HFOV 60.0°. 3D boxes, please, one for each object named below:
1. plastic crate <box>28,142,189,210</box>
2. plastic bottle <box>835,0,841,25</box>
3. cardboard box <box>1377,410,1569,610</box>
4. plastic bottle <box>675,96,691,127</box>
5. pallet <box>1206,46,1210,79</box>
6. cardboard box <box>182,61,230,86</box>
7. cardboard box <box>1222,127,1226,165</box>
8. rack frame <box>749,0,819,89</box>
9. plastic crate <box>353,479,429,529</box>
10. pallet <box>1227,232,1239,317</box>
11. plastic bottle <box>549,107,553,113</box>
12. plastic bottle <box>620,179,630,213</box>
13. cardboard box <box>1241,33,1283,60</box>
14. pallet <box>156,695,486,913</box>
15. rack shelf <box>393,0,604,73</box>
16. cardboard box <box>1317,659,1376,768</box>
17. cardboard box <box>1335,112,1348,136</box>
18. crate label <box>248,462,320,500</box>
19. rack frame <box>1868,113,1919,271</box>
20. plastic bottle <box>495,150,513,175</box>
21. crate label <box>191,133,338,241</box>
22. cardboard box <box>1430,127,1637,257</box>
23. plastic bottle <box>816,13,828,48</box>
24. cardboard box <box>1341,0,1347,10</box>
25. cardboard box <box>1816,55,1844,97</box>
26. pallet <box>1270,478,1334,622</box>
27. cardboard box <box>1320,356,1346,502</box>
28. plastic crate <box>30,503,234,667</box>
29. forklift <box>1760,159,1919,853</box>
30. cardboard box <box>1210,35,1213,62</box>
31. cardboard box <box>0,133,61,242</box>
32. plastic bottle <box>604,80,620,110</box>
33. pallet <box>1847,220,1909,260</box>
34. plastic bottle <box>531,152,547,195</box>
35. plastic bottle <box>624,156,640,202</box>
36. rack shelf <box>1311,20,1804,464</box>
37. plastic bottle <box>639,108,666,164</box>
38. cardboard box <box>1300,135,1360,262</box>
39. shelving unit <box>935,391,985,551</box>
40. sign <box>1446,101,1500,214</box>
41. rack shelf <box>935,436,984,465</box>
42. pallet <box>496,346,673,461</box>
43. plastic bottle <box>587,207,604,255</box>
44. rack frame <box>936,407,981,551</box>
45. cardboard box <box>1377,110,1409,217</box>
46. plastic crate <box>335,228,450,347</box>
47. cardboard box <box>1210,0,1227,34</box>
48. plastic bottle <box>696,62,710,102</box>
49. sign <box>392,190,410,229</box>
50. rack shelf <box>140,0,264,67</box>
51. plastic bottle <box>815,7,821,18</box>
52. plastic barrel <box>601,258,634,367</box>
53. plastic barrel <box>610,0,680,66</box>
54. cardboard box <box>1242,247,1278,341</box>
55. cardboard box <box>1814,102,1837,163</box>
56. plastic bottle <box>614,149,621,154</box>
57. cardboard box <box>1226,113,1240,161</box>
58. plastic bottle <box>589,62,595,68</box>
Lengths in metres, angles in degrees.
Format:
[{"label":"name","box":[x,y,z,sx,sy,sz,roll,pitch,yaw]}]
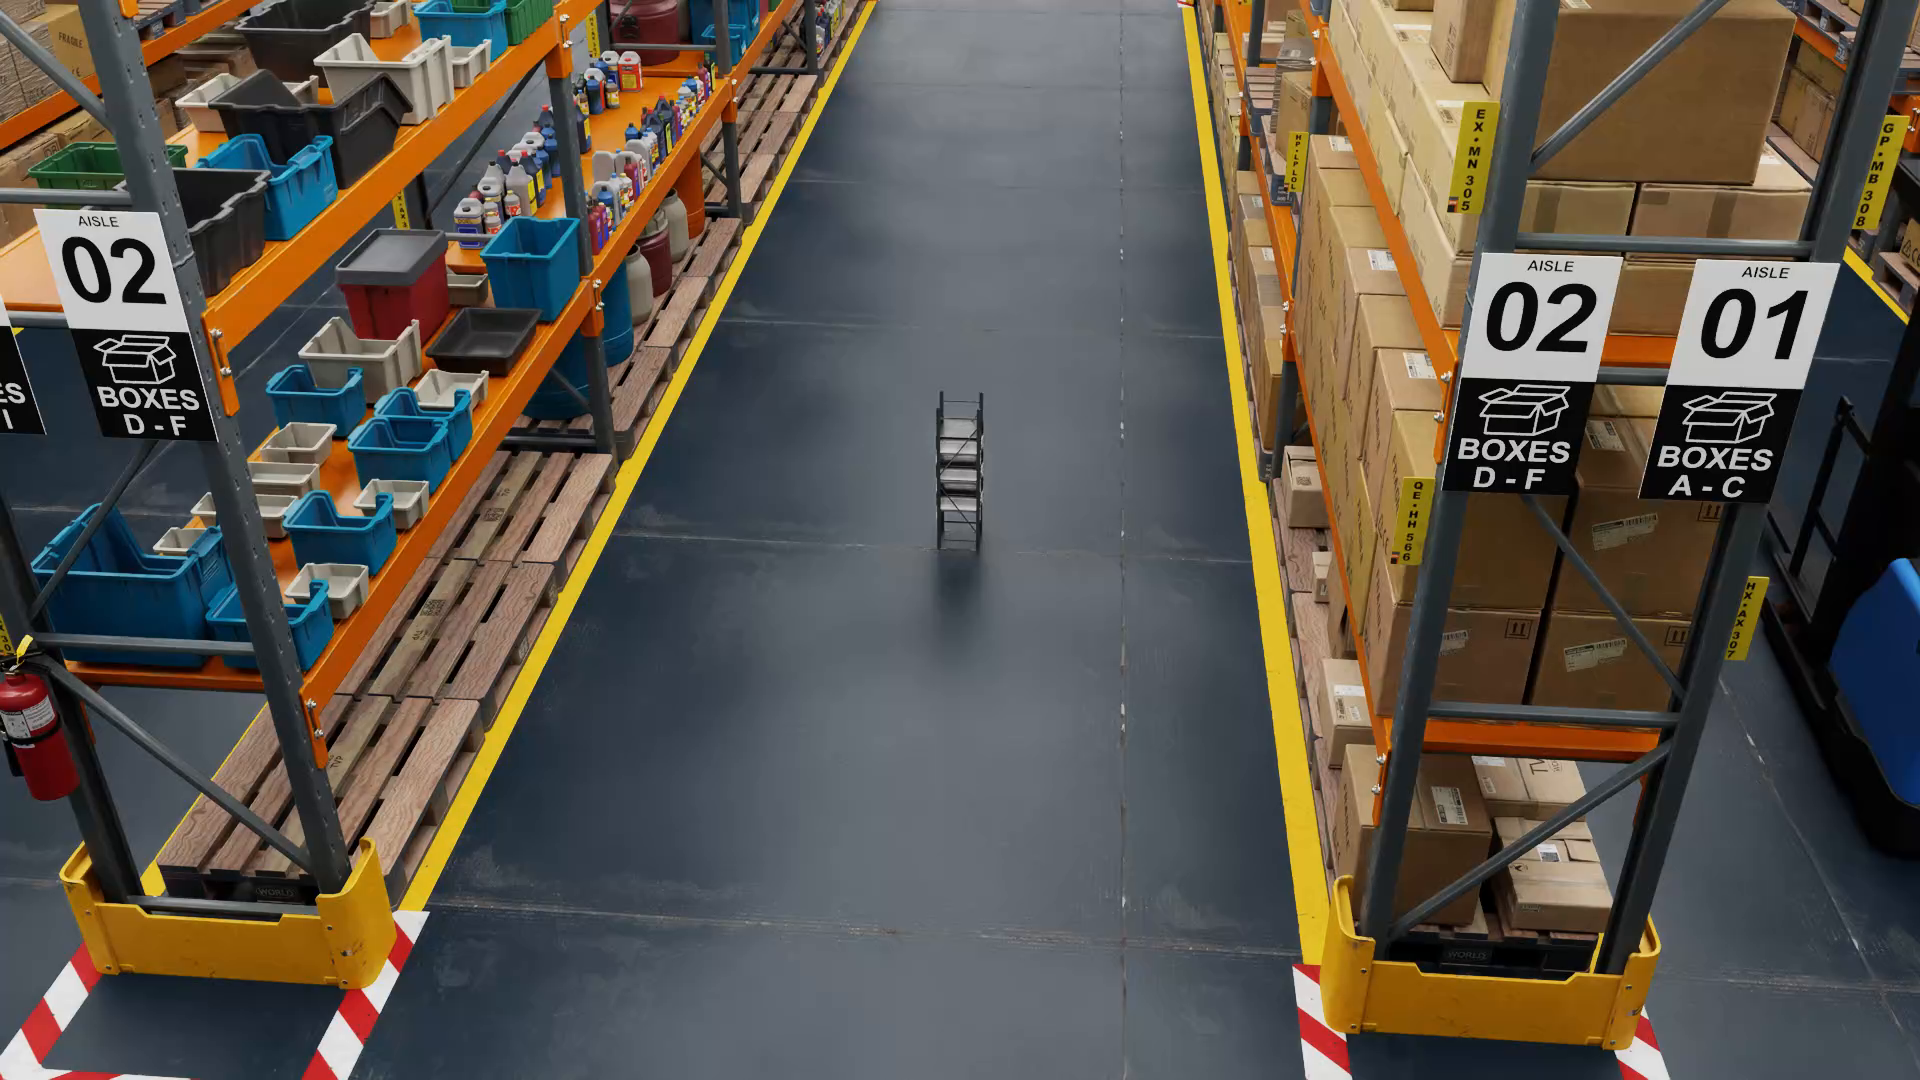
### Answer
[{"label":"plastic crate","box":[-3.131,-1.325,6.165,0.450,0.188,0.336,2,32,4]},{"label":"plastic bottle","box":[-1.395,-5.823,18.296,0.152,0.276,0.135,2,32,3]},{"label":"cardboard box","box":[1.773,-0.110,5.801,0.500,0.500,0.500,2,32,4]},{"label":"plastic bottle","box":[-1.969,-3.045,11.801,0.097,0.201,0.097,0,32,0]},{"label":"pallet","box":[3.094,-4.899,17.278,1.003,0.211,1.213,2,32,4]},{"label":"cardboard box","box":[-7.105,-4.067,15.234,0.700,0.500,0.500,5,32,8]},{"label":"cardboard box","box":[2.544,-3.407,14.419,0.500,0.250,0.500,3,32,5]},{"label":"rack frame","box":[-1.949,-5.885,16.221,1.000,3.000,0.127,2,32,4]},{"label":"plastic crate","box":[-2.414,-0.158,7.121,0.250,0.136,0.298,2,32,4]},{"label":"pallet","box":[2.563,-2.004,12.582,1.003,0.211,1.213,2,32,4]},{"label":"plastic bottle","box":[-2.745,-2.803,11.338,0.152,0.276,0.135,2,32,4]},{"label":"plastic bottle","box":[-2.109,-2.145,10.341,0.097,0.201,0.097,0,32,0]},{"label":"cardboard box","box":[2.460,-3.955,13.329,0.380,0.149,0.250,2,32,4]},{"label":"pallet","box":[-2.820,1.147,7.468,1.003,0.211,1.213,2,32,4]},{"label":"rack shelf","box":[-2.438,-3.719,10.532,1.077,0.370,4.000,2,32,4]},{"label":"cardboard box","box":[1.916,0.796,7.581,0.500,0.250,0.500,2,32,4]},{"label":"cardboard box","box":[2.590,-2.310,9.925,0.700,0.500,0.500,7,32,12]},{"label":"crate label","box":[-3.004,-0.256,7.280,0.396,0.136,0.243,2,32,4]},{"label":"rack frame","box":[7.599,-3.371,12.141,1.000,3.000,0.127,2,32,4]},{"label":"plastic bottle","box":[-2.837,-2.273,10.406,0.144,0.351,0.185,2,32,4]},{"label":"crate label","box":[-2.529,-1.293,6.052,0.408,0.251,0.502,2,32,4]},{"label":"cardboard box","box":[1.798,-1.103,5.268,0.500,0.250,0.500,2,32,4]},{"label":"plastic bottle","box":[-1.470,-5.349,17.457,0.144,0.351,0.185,3,32,5]},{"label":"cardboard box","box":[2.049,-2.671,7.813,0.500,0.250,0.500,2,32,4]},{"label":"cardboard box","box":[7.811,-4.016,14.437,0.500,0.250,0.500,2,32,3]},{"label":"pallet","box":[2.279,0.058,9.236,1.003,0.211,1.213,2,32,4]},{"label":"cardboard box","box":[1.902,-0.481,7.356,0.500,0.500,0.500,2,32,3]},{"label":"plastic crate","box":[-3.085,0.166,6.311,0.616,0.435,0.499,2,32,4]},{"label":"forklift","box":[4.741,-0.591,7.696,1.130,2.935,3.031,4,32,7]},{"label":"cardboard box","box":[2.807,-4.932,16.895,0.500,0.250,0.500,2,32,4]},{"label":"cardboard box","box":[-7.369,-2.454,12.278,1.225,0.875,0.875,3,32,4]},{"label":"plastic bottle","box":[-2.544,-3.259,12.149,0.097,0.201,0.097,0,32,0]},{"label":"pallet","box":[7.664,-2.592,13.535,1.003,0.211,1.213,2,32,4]},{"label":"plastic bottle","box":[-2.694,-2.326,10.569,0.097,0.271,0.097,0,32,0]},{"label":"plastic bottle","box":[-2.073,-2.290,10.499,0.061,0.283,0.133,2,32,4]},{"label":"rack shelf","box":[2.173,-1.414,6.792,1.077,0.370,4.000,2,32,4]},{"label":"plastic bottle","box":[-2.056,-2.698,11.095,0.144,0.351,0.185,2,32,4]},{"label":"cardboard box","box":[2.017,-1.723,8.418,0.500,0.500,0.500,3,32,5]},{"label":"shelving unit","box":[-0.001,-0.379,9.287,0.258,0.900,0.210,2,32,4]},{"label":"sign","box":[1.459,-1.085,4.729,0.100,0.325,0.005,2,32,4]},{"label":"rack shelf","box":[-0.001,-0.504,9.210,0.258,0.077,0.200,2,32,4]},{"label":"pallet","box":[-2.496,-0.917,10.817,1.003,0.211,1.213,2,32,4]},{"label":"plastic bottle","box":[-2.145,-1.826,9.746,0.061,0.283,0.133,2,32,4]},{"label":"rack frame","box":[-0.009,-0.326,9.201,0.240,0.900,0.006,2,32,4]},{"label":"cardboard box","box":[1.869,-1.413,6.248,0.500,0.250,0.500,2,32,4]},{"label":"plastic crate","box":[-2.923,-1.299,8.661,0.402,0.464,0.583,2,32,4]},{"label":"cardboard box","box":[2.860,-5.512,17.121,0.500,0.500,0.500,2,32,4]},{"label":"plastic bottle","box":[-1.901,-3.394,12.289,0.061,0.283,0.133,2,32,4]},{"label":"sign","box":[-3.149,-1.845,9.400,0.100,0.325,0.005,2,32,4]},{"label":"rack shelf","box":[-7.049,-4.745,15.056,1.077,0.370,4.000,2,32,4]},{"label":"plastic bottle","box":[-1.570,-5.632,17.986,0.152,0.276,0.135,2,32,4]},{"label":"plastic barrel","box":[-2.482,-1.642,10.935,0.600,0.901,0.708,2,32,4]},{"label":"plastic barrel","box":[-2.539,-4.107,13.206,0.600,0.536,0.708,2,32,4]},{"label":"cardboard box","box":[2.220,-1.668,11.342,0.500,0.500,0.500,1,32,2]},{"label":"cardboard box","box":[7.776,-3.398,14.148,0.700,0.500,0.500,2,32,4]},{"label":"plastic bottle","box":[-2.215,-2.444,10.827,0.097,0.201,0.097,0,32,0]},{"label":"cardboard box","box":[2.495,-3.384,13.848,0.500,0.311,0.500,2,32,3]},{"label":"plastic bottle","box":[-2.705,-3.362,12.237,0.061,0.283,0.133,2,32,4]}]
